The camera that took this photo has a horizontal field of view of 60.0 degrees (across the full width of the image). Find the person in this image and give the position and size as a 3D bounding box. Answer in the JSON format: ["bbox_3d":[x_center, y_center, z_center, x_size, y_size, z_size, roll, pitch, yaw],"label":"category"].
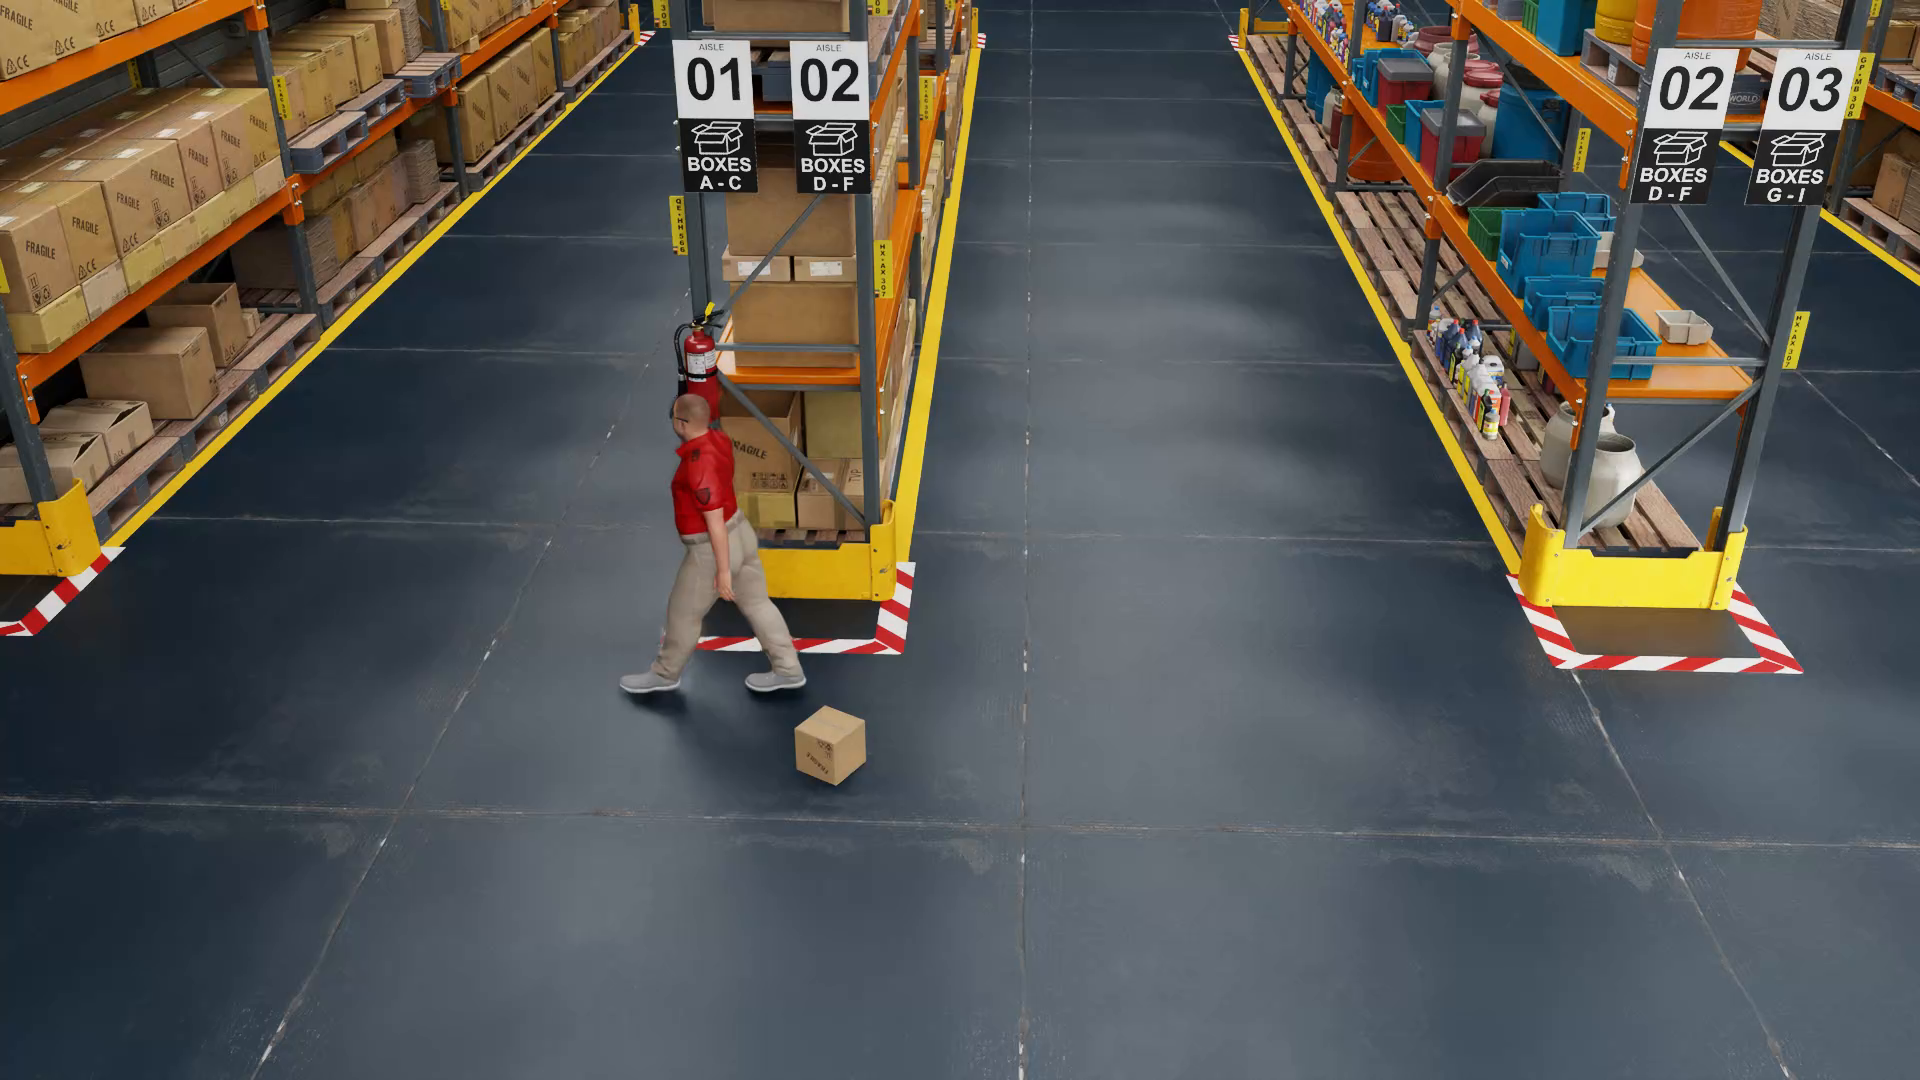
[{"bbox_3d":[-1.304,0.021,8.586,0.965,1.668,0.586,8,29,15],"label":"person"}]
